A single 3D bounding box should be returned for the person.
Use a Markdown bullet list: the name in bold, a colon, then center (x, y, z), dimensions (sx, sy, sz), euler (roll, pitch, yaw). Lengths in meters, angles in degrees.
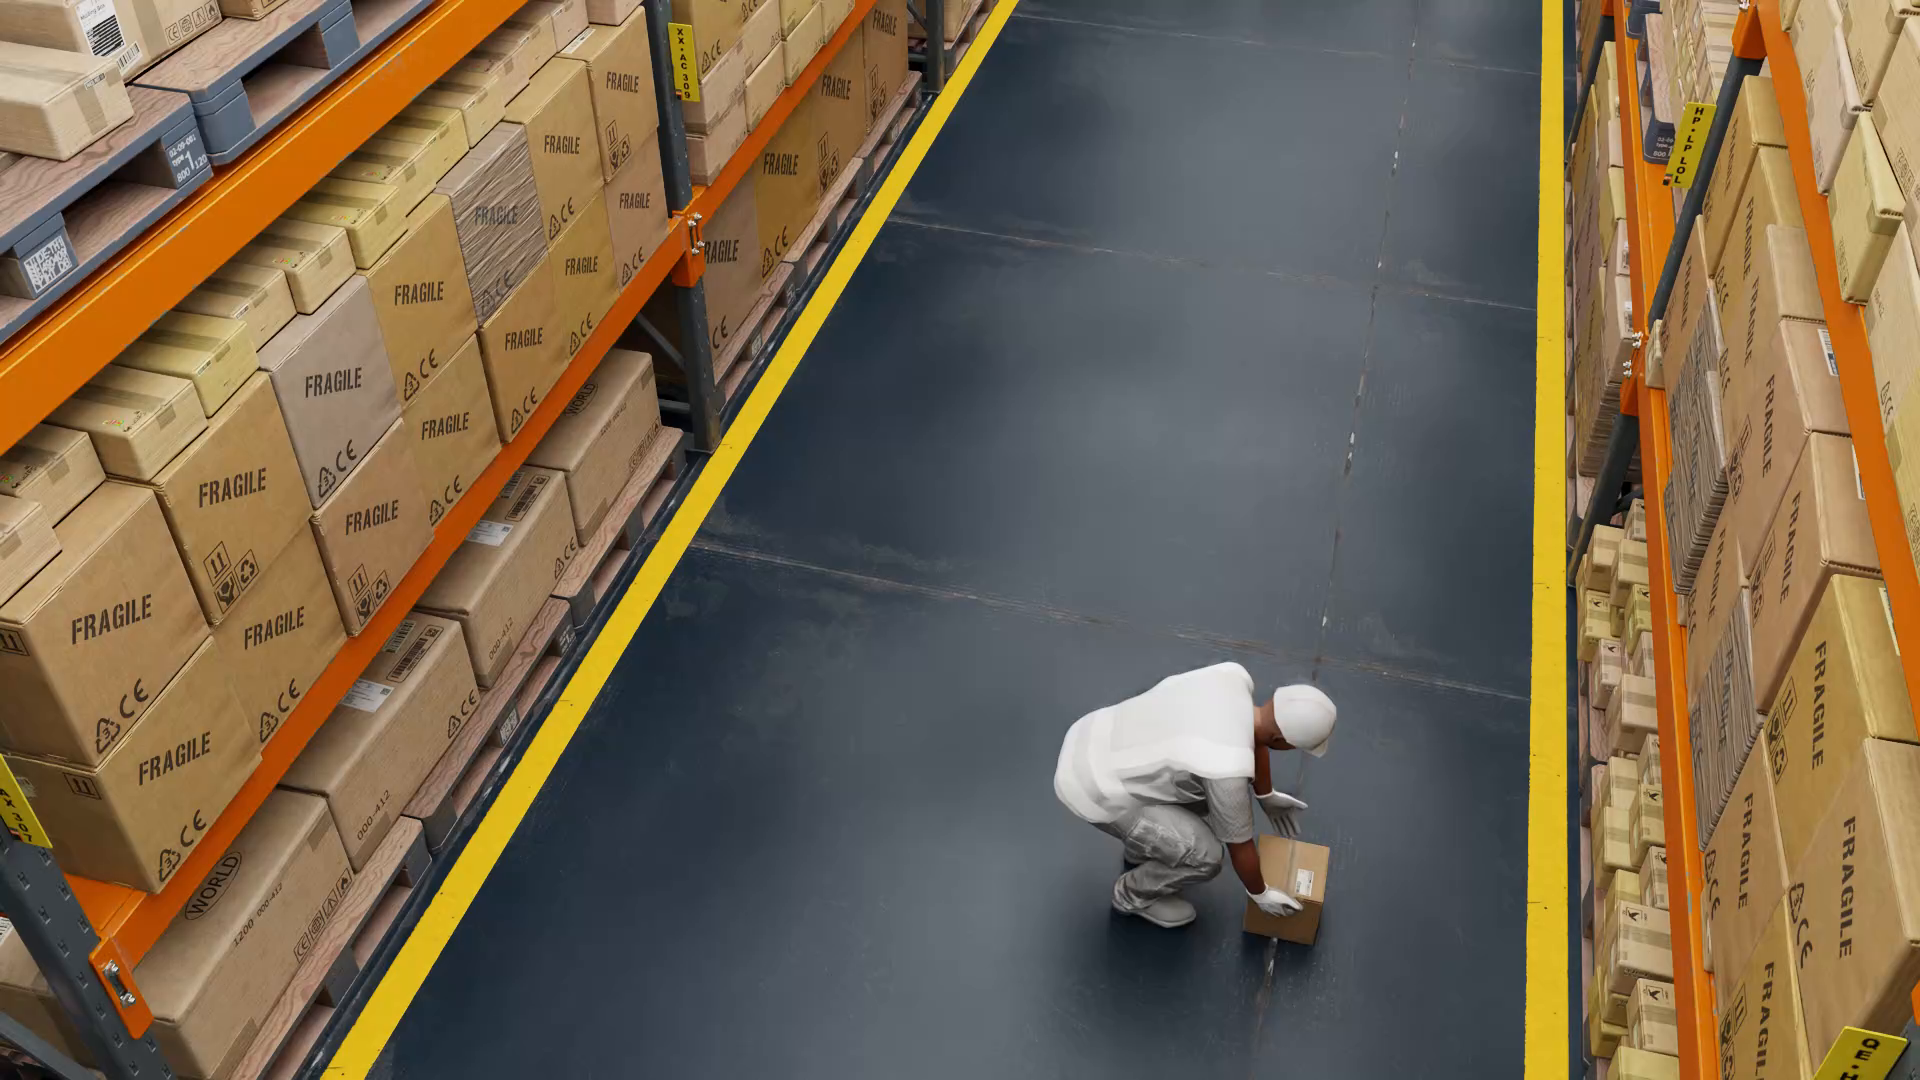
- **person**: center (0.789, 0.844, 5.737), dimensions (0.899, 1.034, 0.577), euler (10, 42, 11)
